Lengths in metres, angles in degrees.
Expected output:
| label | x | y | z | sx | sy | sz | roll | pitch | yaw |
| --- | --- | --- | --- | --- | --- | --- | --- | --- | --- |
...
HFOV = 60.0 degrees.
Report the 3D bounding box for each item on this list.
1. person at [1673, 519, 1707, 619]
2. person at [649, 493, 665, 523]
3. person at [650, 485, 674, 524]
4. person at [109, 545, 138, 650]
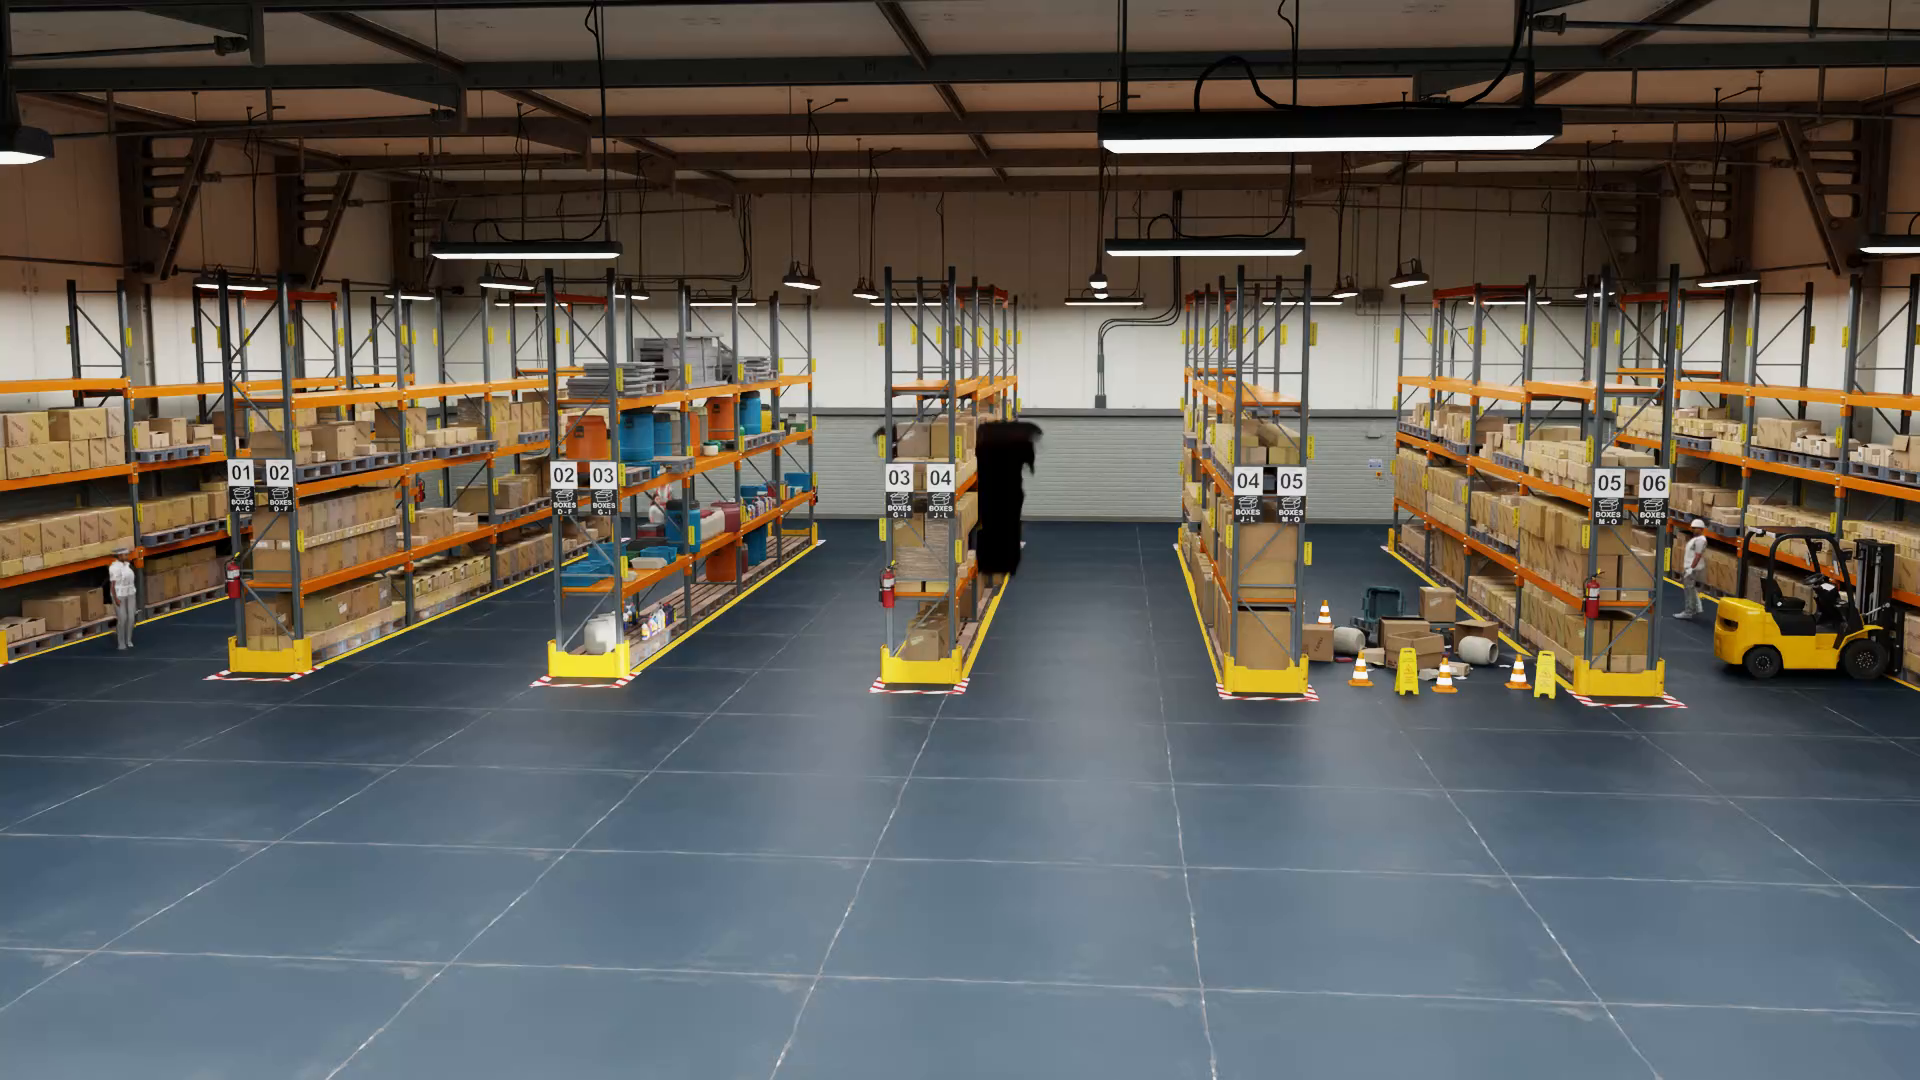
| label | x | y | z | sx | sy | sz | roll | pitch | yaw |
| --- | --- | --- | --- | --- | --- | --- | --- | --- | --- |
| person | 13.043 | 0.517 | 29.620 | 0.520 | 1.786 | 0.604 | 6 | 9 | 40 |
| person | -6.434 | -0.168 | 35.766 | 0.545 | 1.670 | 0.482 | 2 | 7 | 16 |
| person | -7.126 | -0.704 | 39.718 | 0.520 | 1.748 | 0.991 | 1 | 7 | 6 |
| person | -13.531 | 0.949 | 26.954 | 0.440 | 1.713 | 0.466 | 4 | 8 | 31 |
